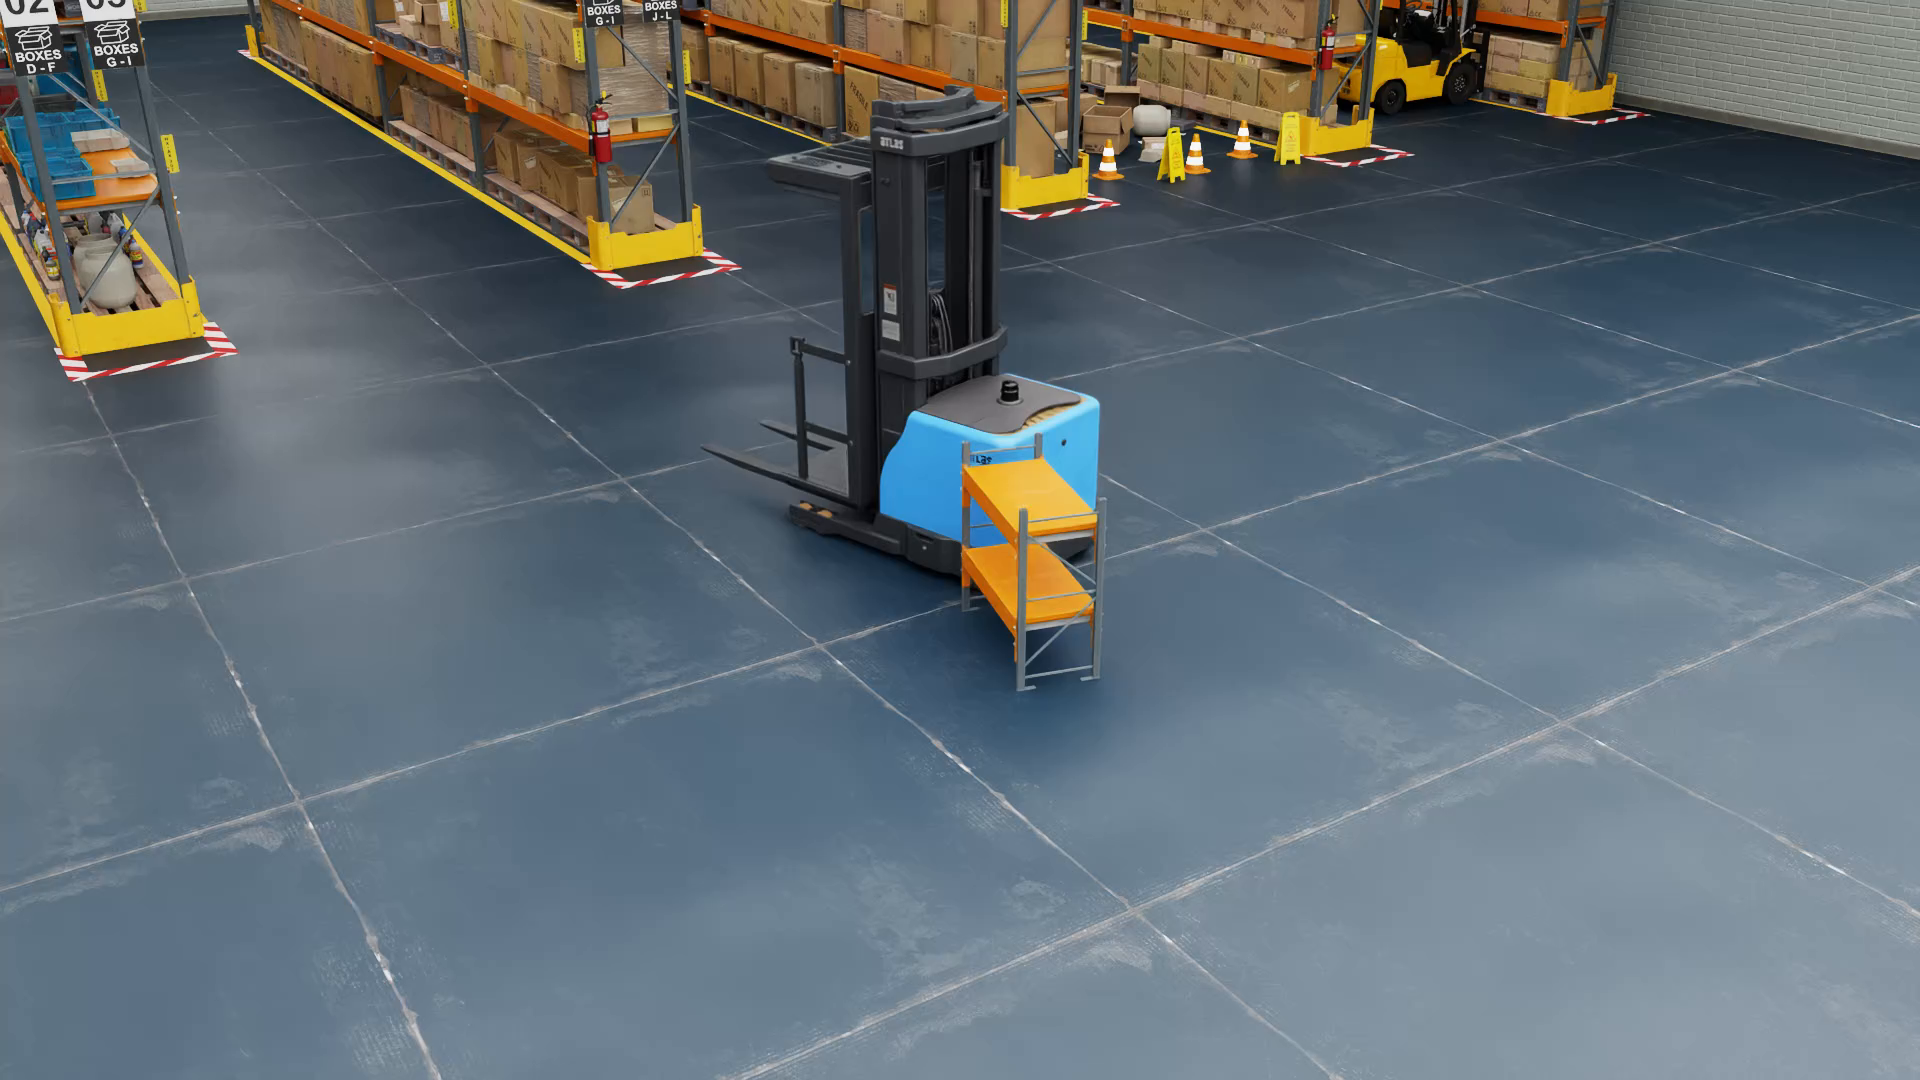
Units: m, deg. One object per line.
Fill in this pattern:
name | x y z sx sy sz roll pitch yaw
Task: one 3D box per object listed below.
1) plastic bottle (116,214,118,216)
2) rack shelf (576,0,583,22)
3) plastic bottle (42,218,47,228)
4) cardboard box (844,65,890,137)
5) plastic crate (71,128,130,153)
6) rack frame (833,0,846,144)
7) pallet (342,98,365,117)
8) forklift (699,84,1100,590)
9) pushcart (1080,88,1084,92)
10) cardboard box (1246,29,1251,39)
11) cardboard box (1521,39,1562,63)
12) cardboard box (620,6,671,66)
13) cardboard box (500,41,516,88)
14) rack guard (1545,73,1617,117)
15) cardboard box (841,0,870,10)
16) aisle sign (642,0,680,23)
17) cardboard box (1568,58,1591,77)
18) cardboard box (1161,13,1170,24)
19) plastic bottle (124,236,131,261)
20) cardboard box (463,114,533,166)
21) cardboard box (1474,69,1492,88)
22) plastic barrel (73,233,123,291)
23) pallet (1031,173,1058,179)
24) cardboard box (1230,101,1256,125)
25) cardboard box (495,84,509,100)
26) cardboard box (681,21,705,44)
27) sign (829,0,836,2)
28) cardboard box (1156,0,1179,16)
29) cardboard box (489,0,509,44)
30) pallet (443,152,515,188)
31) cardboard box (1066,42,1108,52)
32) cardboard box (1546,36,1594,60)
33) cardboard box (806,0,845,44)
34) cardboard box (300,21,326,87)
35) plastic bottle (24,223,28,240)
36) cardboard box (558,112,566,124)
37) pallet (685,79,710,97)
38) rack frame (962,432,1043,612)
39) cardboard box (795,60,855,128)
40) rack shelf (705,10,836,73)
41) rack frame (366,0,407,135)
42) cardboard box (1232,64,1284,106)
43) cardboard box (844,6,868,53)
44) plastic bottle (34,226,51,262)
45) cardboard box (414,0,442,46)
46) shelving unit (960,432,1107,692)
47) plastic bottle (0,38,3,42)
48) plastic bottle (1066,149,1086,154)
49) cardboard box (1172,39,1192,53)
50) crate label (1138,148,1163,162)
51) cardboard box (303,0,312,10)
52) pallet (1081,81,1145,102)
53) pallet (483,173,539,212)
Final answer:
plastic bottle | -8.759 -3.256 17.300 0.061 0.283 0.133 -13 28 -26
rack shelf | -4.339 -6.036 17.851 1.077 0.370 4.000 -16 29 -30
plastic bottle | -9.367 -3.215 17.135 0.144 0.351 0.185 -16 29 -30
cardboard box | -0.935 -5.828 22.078 0.875 0.875 0.875 -15 29 -29
plastic crate | -8.482 -3.925 16.359 0.530 0.136 0.437 -16 29 -30
rack frame | -1.220 -6.840 22.225 1.000 3.000 0.127 -16 29 -30
pallet | -8.643 -6.625 25.037 1.003 0.211 1.213 -16 29 -30
forklift | -0.543 -1.513 11.022 3.031 2.935 1.130 20 32 35
pushcart | 0.989 -6.295 24.142 0.936 0.377 1.648 18 31 33
cardboard box | 4.131 -6.940 22.732 0.380 0.149 0.250 -15 29 -29
cardboard box | 8.700 -7.248 24.647 0.500 0.250 0.500 -14 29 -28
cardboard box | -3.319 -5.182 17.076 0.500 0.500 0.500 -16 29 -30
cardboard box | -4.636 -5.382 18.672 0.875 0.500 0.500 -16 29 -30
rack guard | 9.226 -6.618 24.684 1.175 0.500 0.348 -16 29 -30
cardboard box | -1.047 -7.256 21.666 0.875 0.550 0.550 -16 29 -30
aisle sign | -2.962 -5.513 16.369 0.394 0.787 0.004 -16 29 -30
cardboard box | 9.130 -7.146 25.017 0.500 0.250 0.500 -15 29 -29
cardboard box | 3.128 -7.562 24.050 0.380 0.149 0.250 -16 29 -30
plastic bottle | -8.313 -2.944 16.653 0.097 0.271 0.097 0 25 0
cardboard box | -5.748 -5.013 20.769 0.700 0.500 0.500 -18 31 -33
cardboard box | 8.163 -7.159 25.630 0.500 0.250 0.500 -15 29 -29
plastic barrel | -8.094 -2.597 15.660 0.421 0.512 0.421 0 25 0
pallet | 0.462 -4.416 20.357 1.003 0.211 1.213 -16 29 -30
cardboard box | 4.113 -5.959 23.088 0.500 0.250 0.500 -15 29 -29
cardboard box | -5.034 -5.098 18.830 0.380 0.149 0.250 -16 29 -30
cardboard box | -4.281 -8.031 26.306 0.500 0.250 0.500 -15 29 -29
sign | -1.669 -7.198 21.720 0.100 0.325 0.005 -16 29 -30
cardboard box | 3.173 -7.813 23.821 0.500 0.500 0.500 -16 29 -30
cardboard box | -4.851 -5.774 18.331 0.500 0.500 0.500 -16 29 -30
pallet | -5.857 -4.737 21.038 1.003 0.211 1.213 -16 29 -30
cardboard box | 1.808 -7.723 26.682 0.950 0.372 0.625 -14 29 -28
cardboard box | 9.109 -7.372 24.910 0.500 0.250 0.500 -16 30 -30
cardboard box | -1.729 -7.010 22.467 0.500 0.500 0.500 -16 29 -30
cardboard box | -9.432 -7.586 25.804 1.225 0.875 0.875 -15 29 -29
plastic bottle | -9.718 -3.247 17.377 0.097 0.201 0.097 0 25 0
cardboard box | -4.015 -4.490 17.541 0.380 0.149 0.250 -16 29 -30
pallet | -3.829 -7.289 26.444 1.003 0.211 1.213 -16 29 -30
rack frame | 0.253 -0.100 10.144 0.500 1.125 0.032 -8 26 -16
cardboard box | -1.634 -6.214 23.042 1.050 0.750 0.750 -16 29 -30
rack shelf | -2.312 -7.230 23.894 1.077 0.370 4.000 -16 29 -30
rack frame | -7.614 -7.151 22.884 1.000 3.000 0.127 -16 29 -30
cardboard box | 4.112 -6.296 22.924 0.500 0.500 0.500 -14 29 -28
cardboard box | -1.008 -6.779 21.920 0.875 0.550 0.550 -16 29 -30
plastic bottle | -9.152 -2.962 16.598 0.144 0.351 0.185 -16 30 -30
cardboard box | -6.454 -6.555 21.010 0.797 0.503 0.637 -12 28 -24
shelving unit | 0.407 0.107 9.706 0.538 1.125 1.048 -8 26 -16
plastic bottle | -12.624 -6.675 21.934 0.144 0.351 0.185 -16 29 -30
plastic bottle | 1.522 -5.170 22.131 0.283 0.061 0.133 18 31 33
cardboard box | 3.268 -7.093 23.851 0.380 0.149 0.250 -14 29 -28
crate label | 2.515 -5.044 21.774 0.298 0.136 0.250 12 28 24
cardboard box | -9.756 -8.404 25.421 0.500 0.500 0.500 -15 29 -29
pallet | 2.446 -7.047 25.930 1.003 0.211 1.213 -16 29 -30
pallet | -5.034 -4.227 19.957 1.003 0.211 1.213 -16 29 -30
